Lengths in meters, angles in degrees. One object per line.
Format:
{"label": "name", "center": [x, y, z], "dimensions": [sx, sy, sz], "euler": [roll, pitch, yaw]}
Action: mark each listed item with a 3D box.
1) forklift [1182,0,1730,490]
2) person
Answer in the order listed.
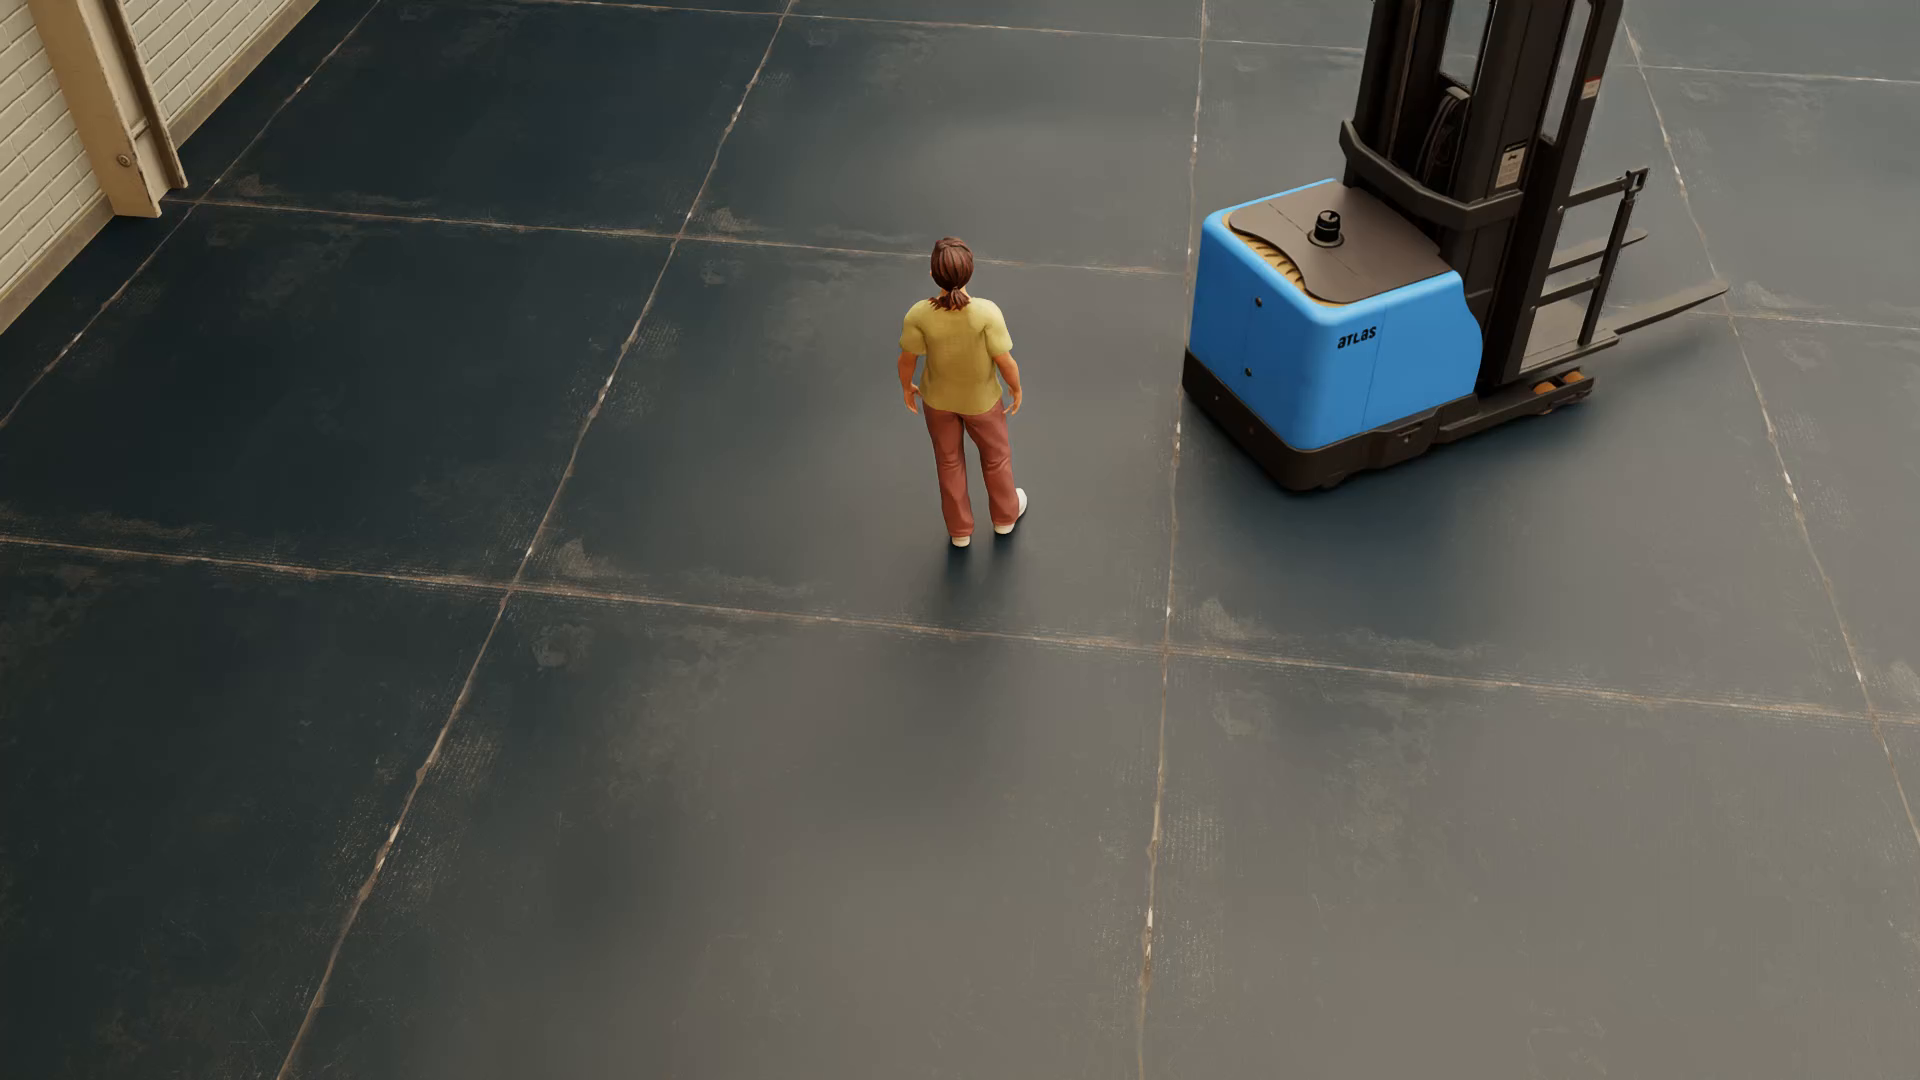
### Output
{"label": "forklift", "center": [2.706, -2.026, 7.930], "dimensions": [3.031, 2.935, 1.130], "euler": [-19, 46, -20]}
{"label": "person", "center": [0.021, -0.671, 7.372], "dimensions": [0.554, 1.673, 0.548], "euler": [5, 43, 6]}
